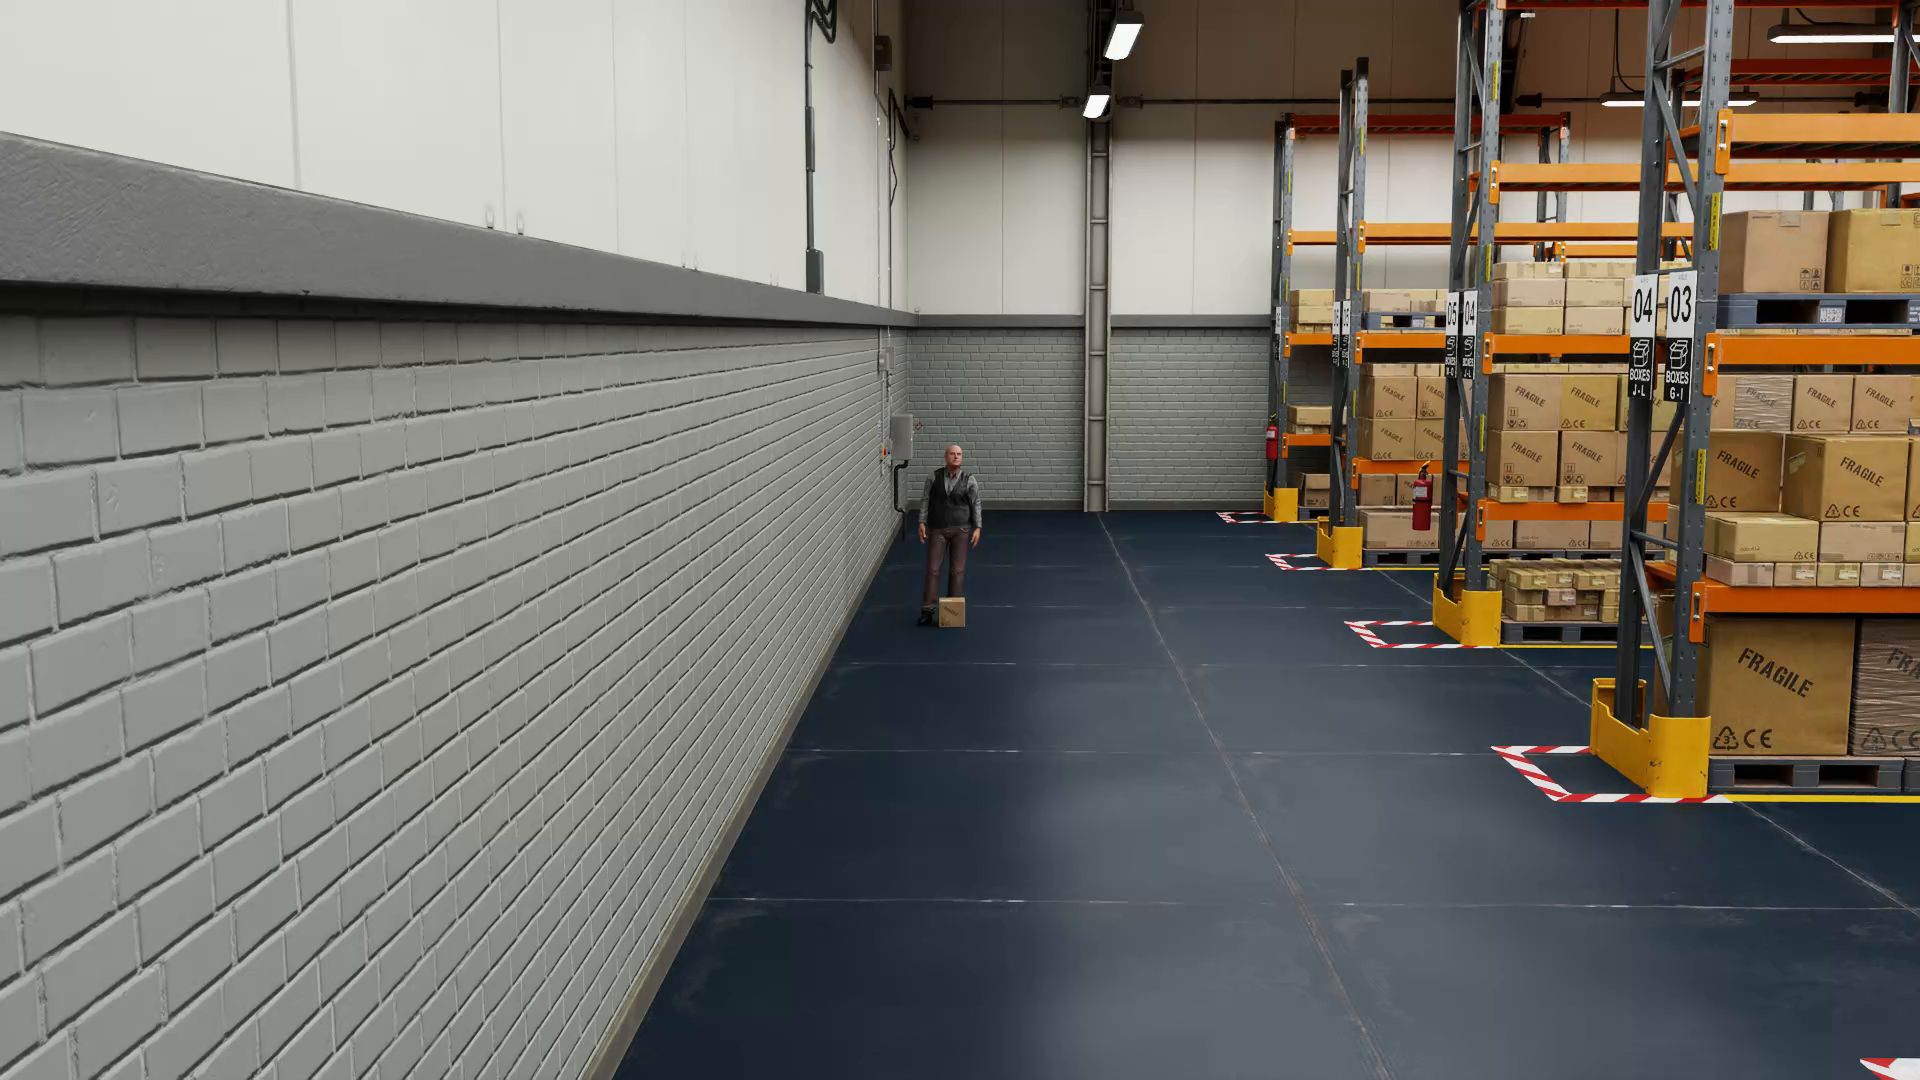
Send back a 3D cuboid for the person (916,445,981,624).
[{"bbox_3d":[-0.106,-0.062,16.293,0.632,1.720,0.552,0,7,1],"label":"person"}]
